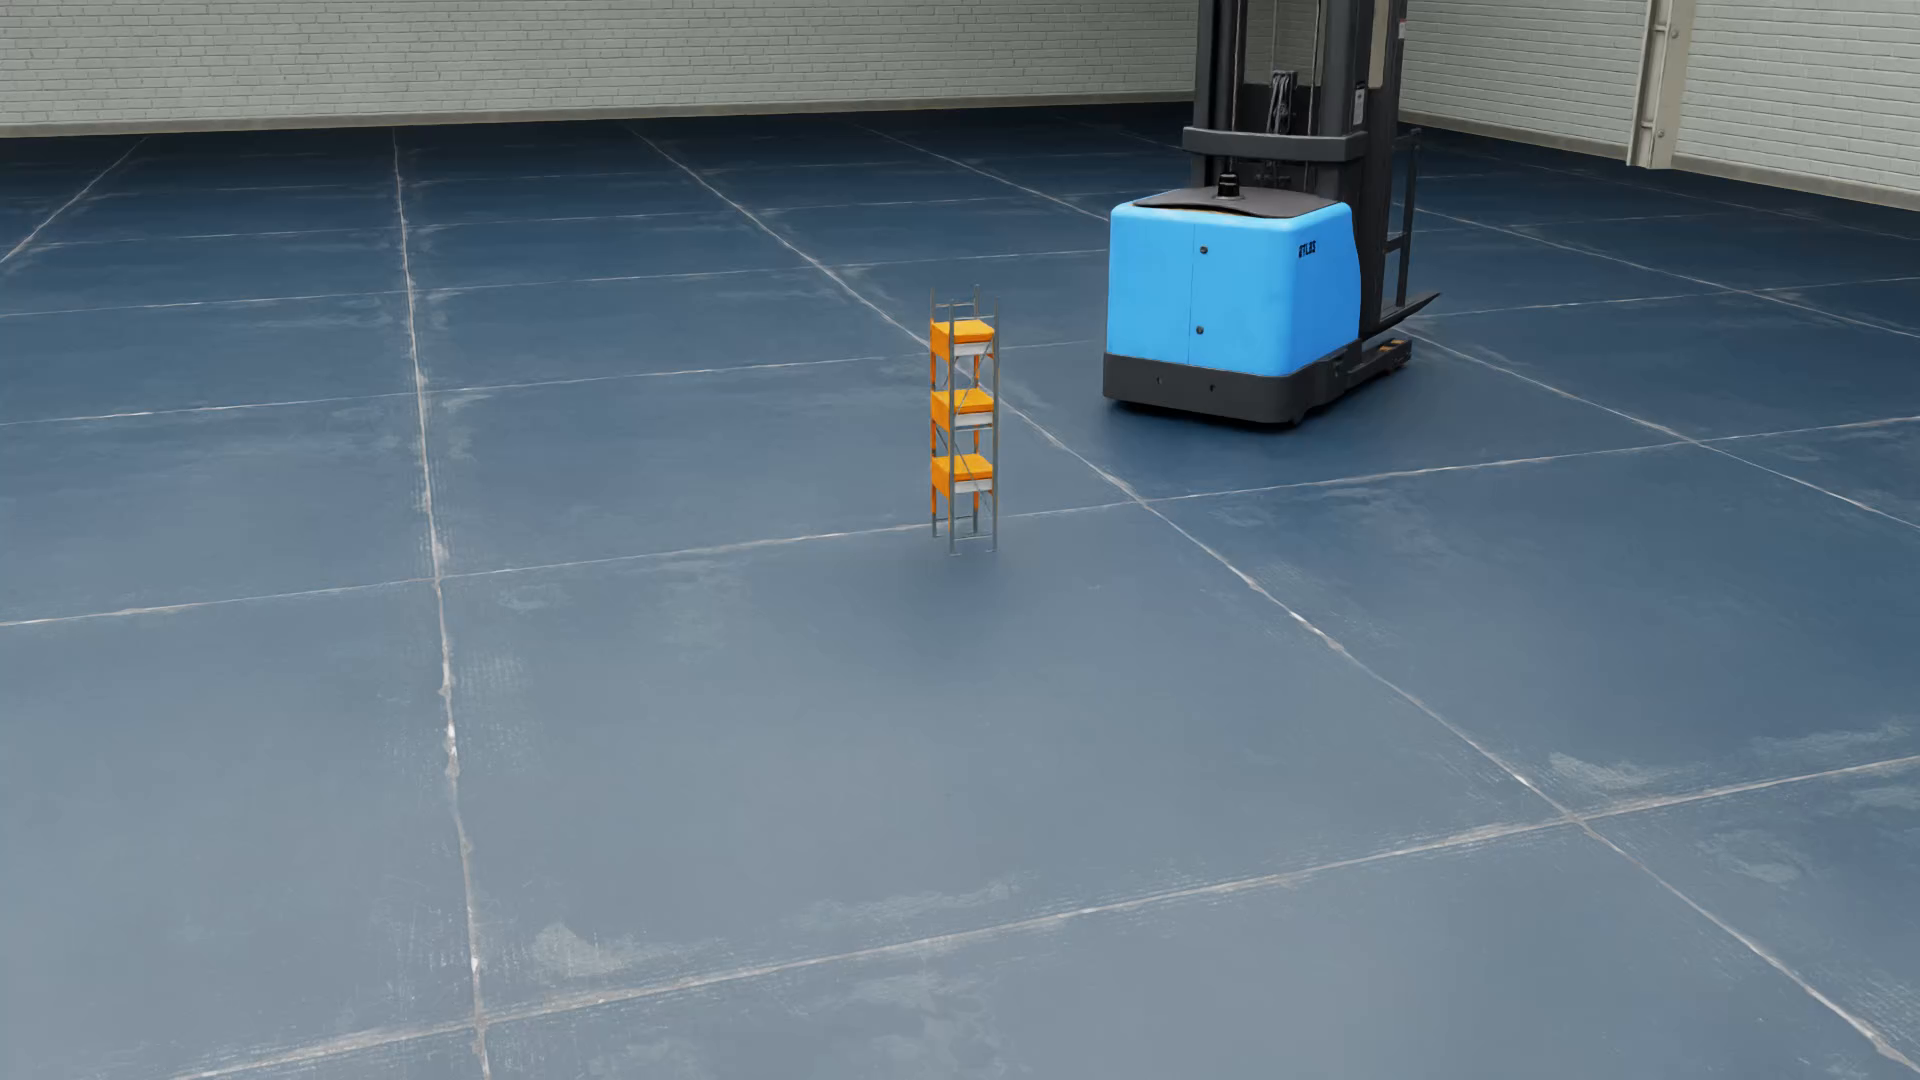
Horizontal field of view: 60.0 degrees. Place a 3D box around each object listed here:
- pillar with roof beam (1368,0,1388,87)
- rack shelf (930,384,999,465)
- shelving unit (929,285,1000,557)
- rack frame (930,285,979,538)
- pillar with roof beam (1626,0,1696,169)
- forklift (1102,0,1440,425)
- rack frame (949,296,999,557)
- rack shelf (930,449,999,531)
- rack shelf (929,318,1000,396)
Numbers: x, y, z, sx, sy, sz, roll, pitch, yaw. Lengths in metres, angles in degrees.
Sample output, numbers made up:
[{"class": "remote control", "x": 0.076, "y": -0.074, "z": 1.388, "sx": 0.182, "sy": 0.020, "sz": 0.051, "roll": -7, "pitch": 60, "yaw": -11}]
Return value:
[{"class": "pillar with roof beam", "x": 1.670, "y": -9.843, "z": 21.009, "sx": 9.100, "sy": 9.000, "sz": 0.400, "roll": -6, "pitch": 21, "yaw": -17}, {"class": "rack shelf", "x": 0.017, "y": -0.467, "z": 6.695, "sx": 0.215, "sy": 0.259, "sz": 0.240, "roll": -6, "pitch": 21, "yaw": -17}, {"class": "shelving unit", "x": 0.017, "y": -0.477, "z": 6.691, "sx": 0.215, "sy": 1.050, "sz": 0.252, "roll": -6, "pitch": 21, "yaw": -17}, {"class": "rack frame", "x": -0.022, "y": -0.516, "z": 6.800, "sx": 0.200, "sy": 1.050, "sz": 0.008, "roll": -6, "pitch": 21, "yaw": -17}, {"class": "pillar with roof beam", "x": 3.556, "y": -7.918, "z": 15.649, "sx": 9.100, "sy": 9.000, "sz": 0.400, "roll": -6, "pitch": 21, "yaw": -17}, {"class": "forklift", "x": 1.986, "y": -2.407, "z": 9.281, "sx": 1.130, "sy": 2.935, "sz": 3.031, "roll": 12, "pitch": 23, "yaw": 31}, {"class": "rack frame", "x": 0.055, "y": -0.438, "z": 6.582, "sx": 0.200, "sy": 1.050, "sz": 0.008, "roll": -6, "pitch": 21, "yaw": -17}, {"class": "rack shelf", "x": 0.017, "y": -0.205, "z": 6.789, "sx": 0.215, "sy": 0.259, "sz": 0.240, "roll": -6, "pitch": 21, "yaw": -17}, {"class": "rack shelf", "x": 0.017, "y": -0.734, "z": 6.599, "sx": 0.215, "sy": 0.259, "sz": 0.240, "roll": -6, "pitch": 21, "yaw": -17}]
